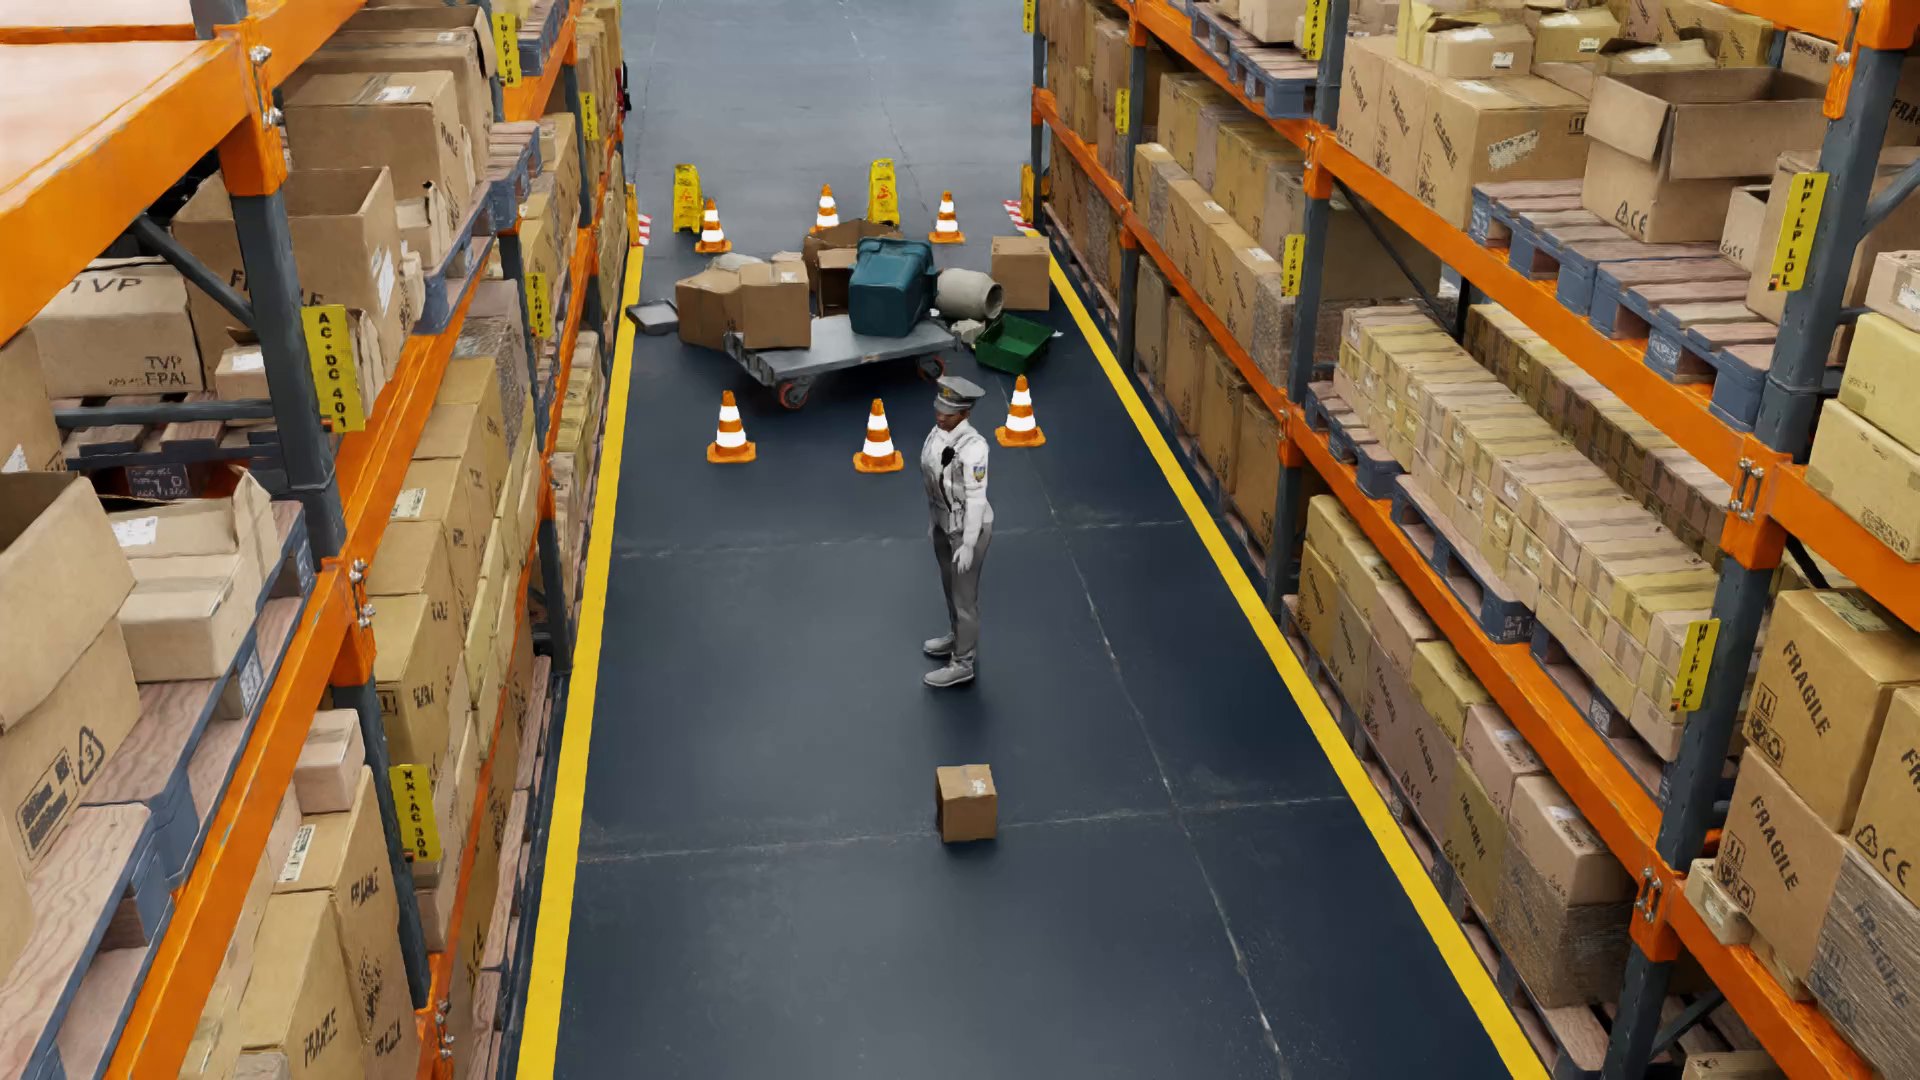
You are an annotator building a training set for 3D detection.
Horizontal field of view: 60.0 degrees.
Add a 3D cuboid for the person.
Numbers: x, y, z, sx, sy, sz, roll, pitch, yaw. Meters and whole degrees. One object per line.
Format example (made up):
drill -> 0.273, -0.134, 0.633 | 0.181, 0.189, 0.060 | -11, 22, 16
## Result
person -> -0.059, -0.046, 8.636 | 0.431, 1.683, 0.541 | -13, 30, -24
